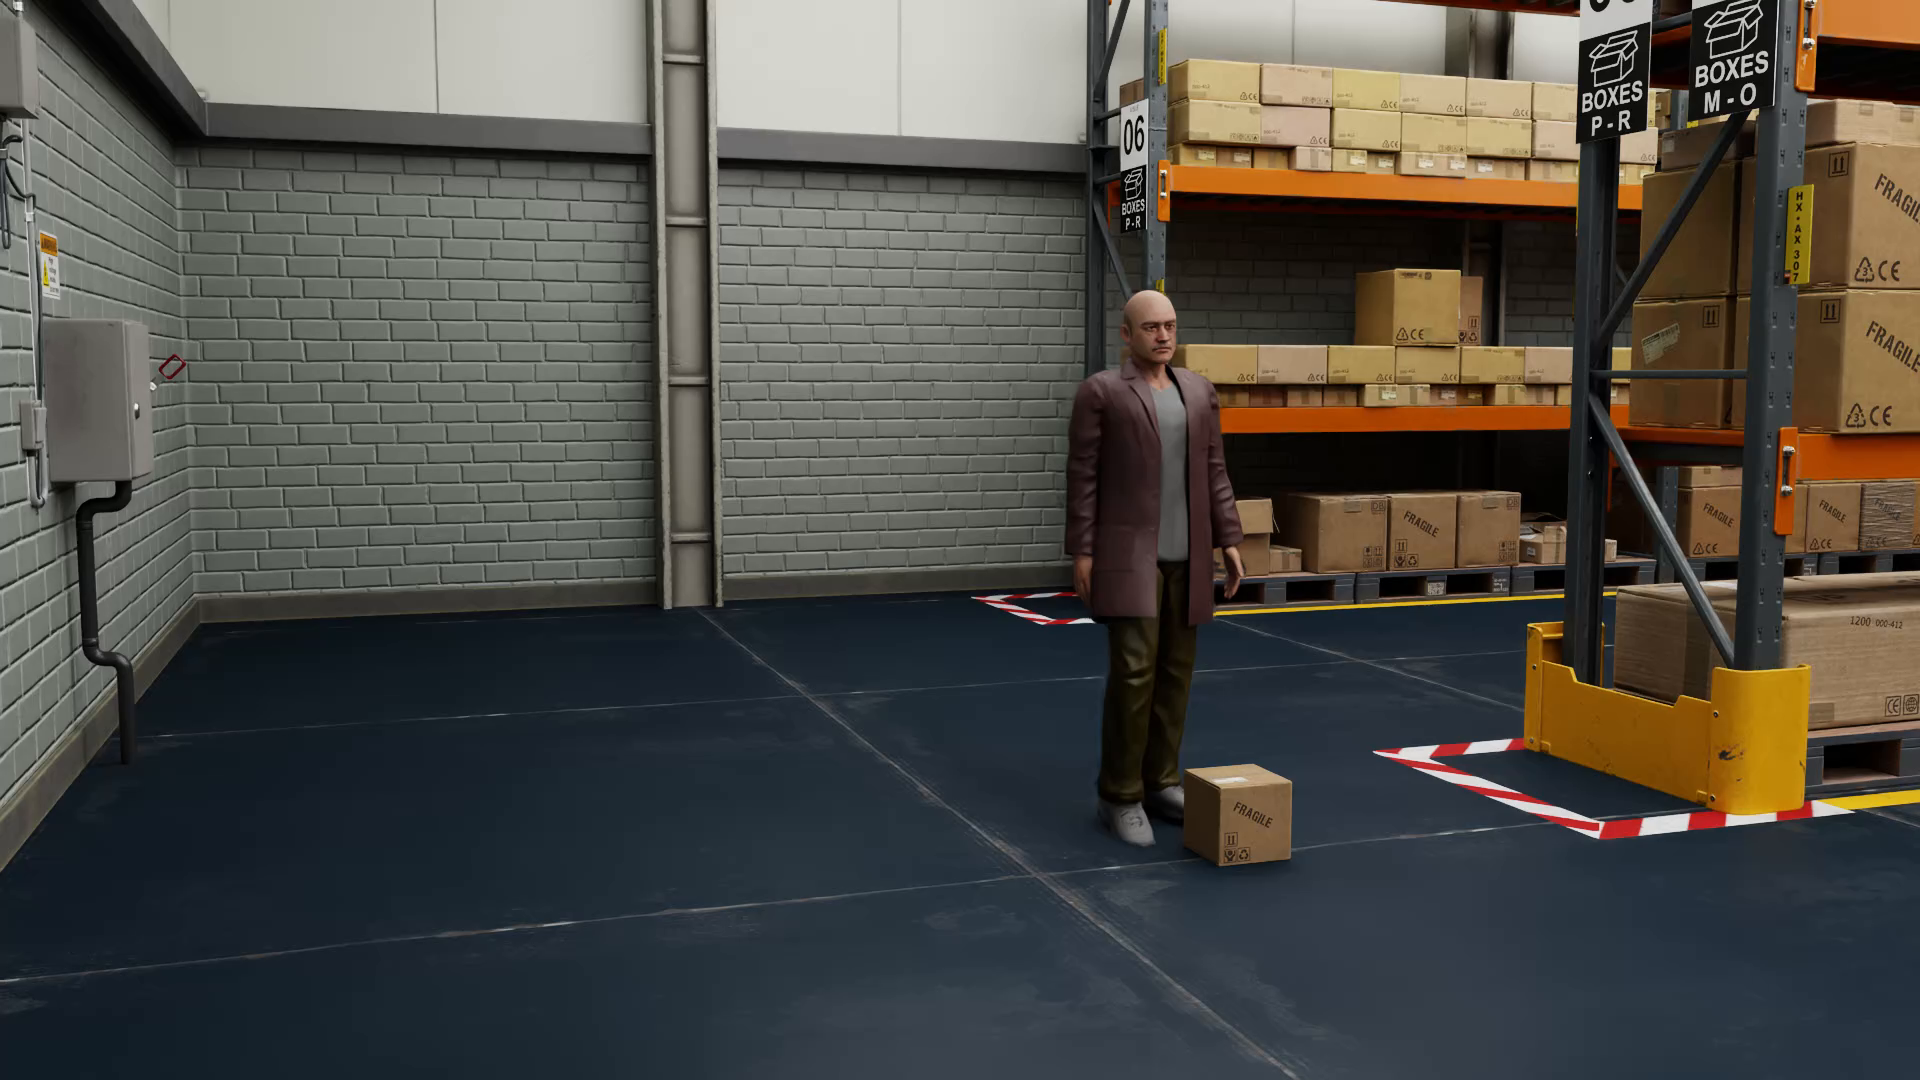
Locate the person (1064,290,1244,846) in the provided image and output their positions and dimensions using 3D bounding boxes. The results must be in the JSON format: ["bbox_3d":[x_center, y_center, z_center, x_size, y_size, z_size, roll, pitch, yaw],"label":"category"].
[{"bbox_3d":[0.712,0.086,5.560,0.625,1.833,0.495,-3,6,-25],"label":"person"}]
